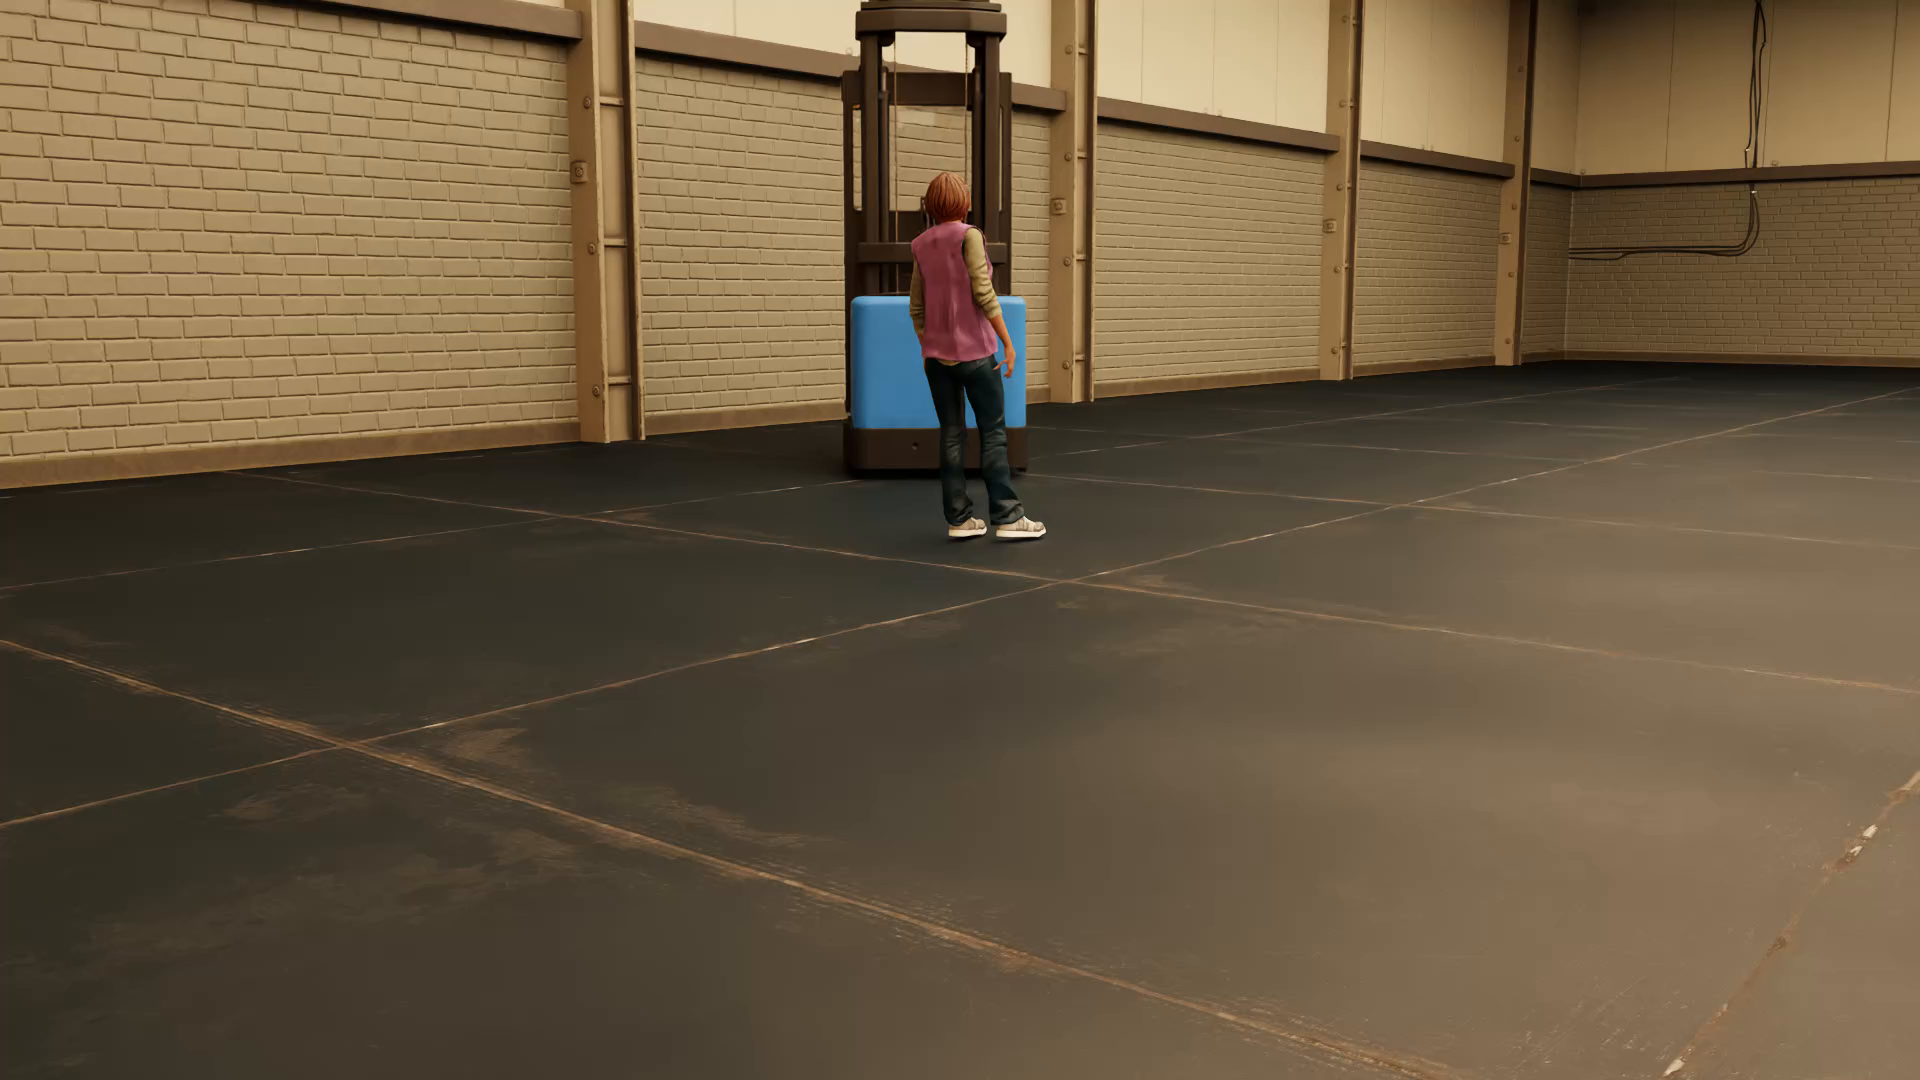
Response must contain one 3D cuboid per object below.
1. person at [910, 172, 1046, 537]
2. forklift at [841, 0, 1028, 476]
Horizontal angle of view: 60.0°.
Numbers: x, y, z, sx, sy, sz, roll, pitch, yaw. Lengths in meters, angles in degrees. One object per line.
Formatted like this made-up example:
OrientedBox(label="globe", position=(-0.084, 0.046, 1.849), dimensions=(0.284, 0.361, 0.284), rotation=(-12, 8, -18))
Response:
OrientedBox(label="person", position=(0.057, -0.804, 7.336), dimensions=(0.520, 1.596, 0.475), rotation=(7, 11, 38))
OrientedBox(label="forklift", position=(-0.229, -2.014, 11.047), dimensions=(1.130, 2.935, 3.031), rotation=(-1, 8, -4))
